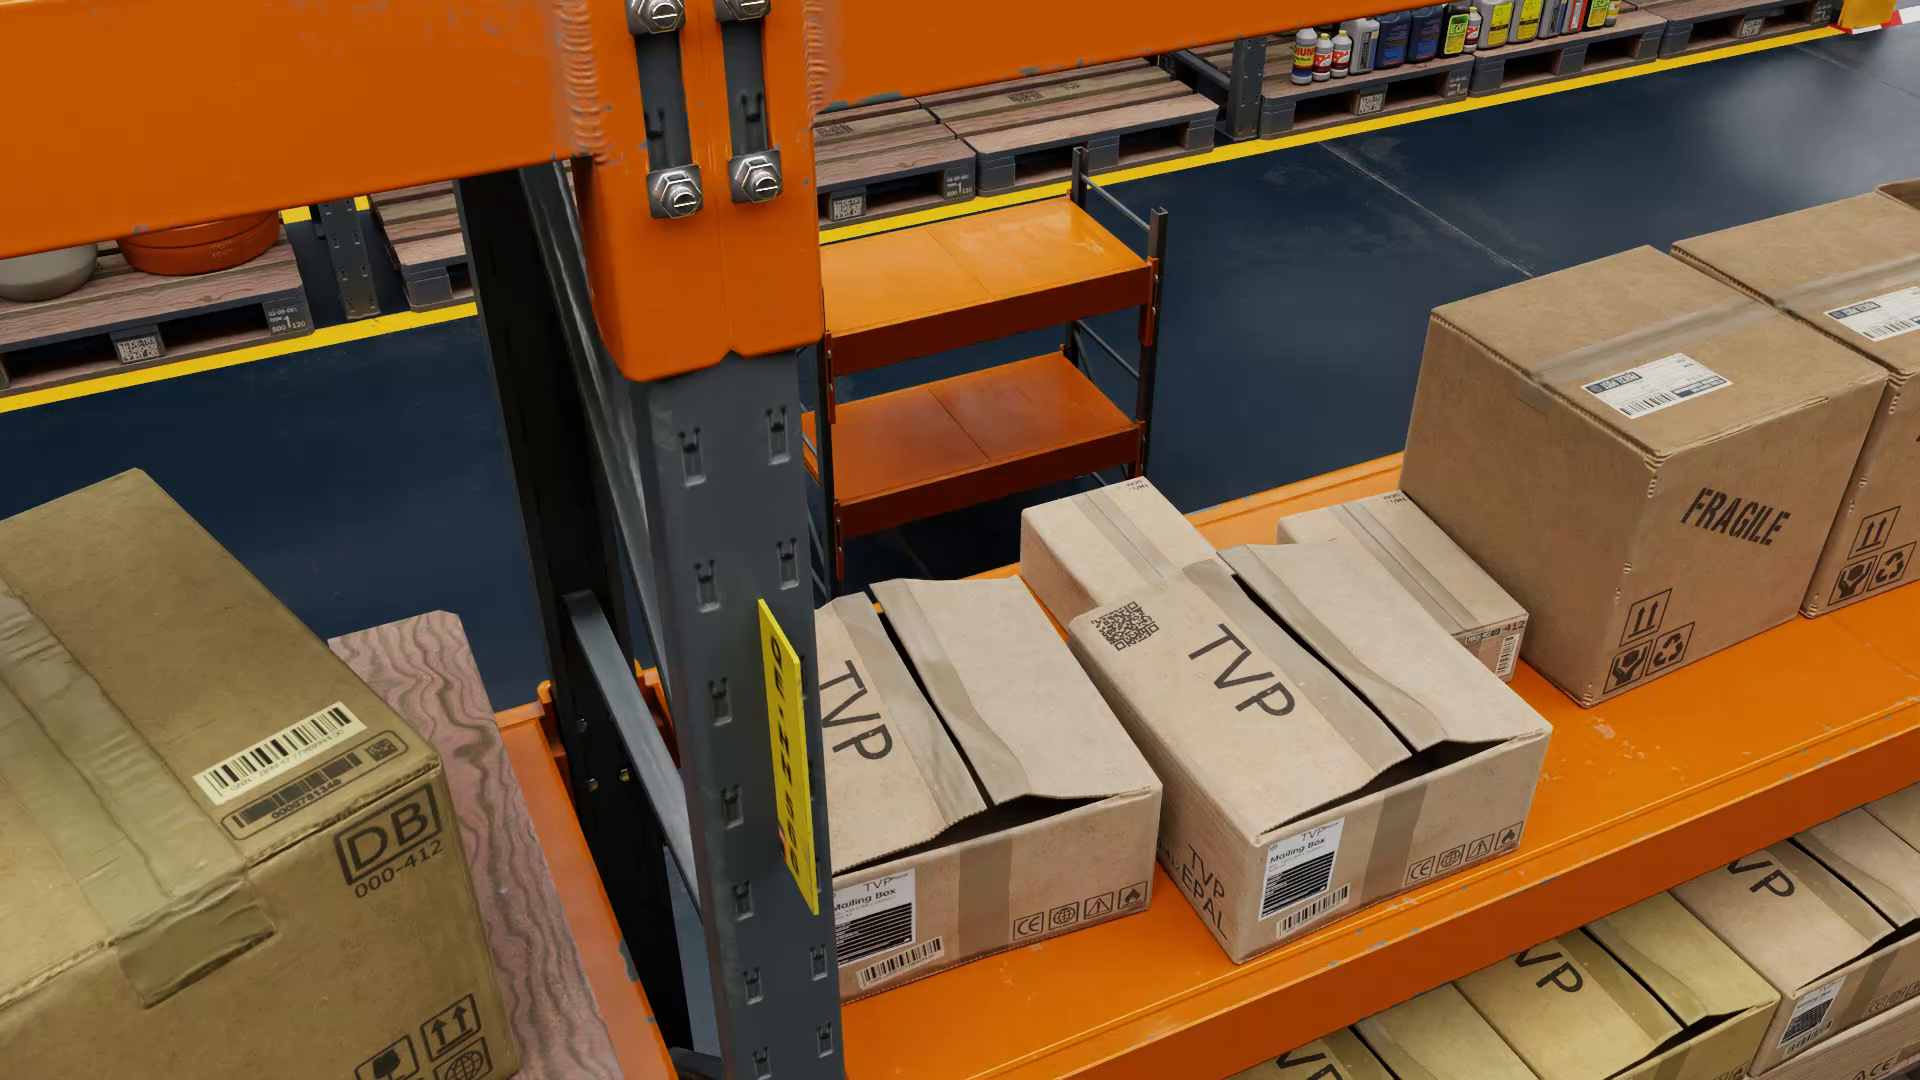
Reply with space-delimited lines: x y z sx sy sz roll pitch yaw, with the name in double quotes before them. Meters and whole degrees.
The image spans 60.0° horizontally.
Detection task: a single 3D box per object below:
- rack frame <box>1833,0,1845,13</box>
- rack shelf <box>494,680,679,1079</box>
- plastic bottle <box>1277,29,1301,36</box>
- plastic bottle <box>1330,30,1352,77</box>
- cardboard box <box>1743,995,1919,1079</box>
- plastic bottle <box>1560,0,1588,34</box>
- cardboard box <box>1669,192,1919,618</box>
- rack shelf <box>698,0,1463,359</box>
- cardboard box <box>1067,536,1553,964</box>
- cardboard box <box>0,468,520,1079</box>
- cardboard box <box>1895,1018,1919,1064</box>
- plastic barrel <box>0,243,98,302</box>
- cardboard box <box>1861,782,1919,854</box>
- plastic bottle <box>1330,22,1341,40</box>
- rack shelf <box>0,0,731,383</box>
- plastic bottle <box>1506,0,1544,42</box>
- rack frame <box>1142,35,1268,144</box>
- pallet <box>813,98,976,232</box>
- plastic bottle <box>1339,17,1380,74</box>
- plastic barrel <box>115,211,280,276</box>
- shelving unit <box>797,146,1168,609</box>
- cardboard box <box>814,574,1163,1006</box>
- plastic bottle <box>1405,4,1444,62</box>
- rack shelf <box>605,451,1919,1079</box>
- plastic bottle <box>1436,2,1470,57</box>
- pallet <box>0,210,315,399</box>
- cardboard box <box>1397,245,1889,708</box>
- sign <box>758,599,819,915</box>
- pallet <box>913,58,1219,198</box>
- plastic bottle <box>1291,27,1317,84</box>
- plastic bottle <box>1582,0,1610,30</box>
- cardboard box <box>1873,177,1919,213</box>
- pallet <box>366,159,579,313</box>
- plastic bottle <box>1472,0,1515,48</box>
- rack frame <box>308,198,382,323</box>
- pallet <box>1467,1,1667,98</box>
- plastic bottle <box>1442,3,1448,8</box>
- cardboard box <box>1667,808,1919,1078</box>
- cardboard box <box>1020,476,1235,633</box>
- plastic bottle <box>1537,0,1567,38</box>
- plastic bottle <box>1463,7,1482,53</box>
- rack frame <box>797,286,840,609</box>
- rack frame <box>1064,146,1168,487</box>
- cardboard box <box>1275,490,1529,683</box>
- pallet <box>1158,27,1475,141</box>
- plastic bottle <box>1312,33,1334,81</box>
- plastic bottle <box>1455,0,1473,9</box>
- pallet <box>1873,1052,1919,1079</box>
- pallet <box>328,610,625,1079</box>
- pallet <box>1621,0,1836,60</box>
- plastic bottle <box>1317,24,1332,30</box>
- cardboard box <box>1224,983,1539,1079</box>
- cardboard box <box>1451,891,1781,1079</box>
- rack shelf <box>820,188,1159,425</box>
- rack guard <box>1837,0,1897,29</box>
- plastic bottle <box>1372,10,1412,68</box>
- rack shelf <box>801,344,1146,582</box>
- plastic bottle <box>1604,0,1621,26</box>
"rack frame" 4.742 -4.347 8.593 0.127 3.000 1.000 -16 39 -20
"rack shelf" -2.209 1.145 1.792 4.000 0.370 1.077 -16 39 -20
"plastic bottle" 1.643 -2.688 8.211 0.185 0.351 0.144 -16 39 -20
"plastic bottle" 1.780 -2.283 7.790 0.097 0.201 0.097 0 37 0
"cardboard box" 1.587 0.919 3.448 0.500 0.250 0.500 -15 39 -19
"plastic bottle" 3.026 -2.680 8.262 0.135 0.276 0.152 -15 39 -20
"cardboard box" 1.590 -0.257 2.995 0.500 0.500 0.500 -16 39 -20
"rack shelf" 1.412 -1.072 2.264 4.000 0.370 1.077 -16 39 -20
"cardboard box" 0.493 0.264 2.451 0.500 0.311 0.500 -16 39 -20
"cardboard box" -0.921 0.361 1.809 0.500 0.500 0.700 -30 46 -34
"cardboard box" 2.048 0.791 3.621 0.500 0.250 0.500 -15 39 -19
"plastic barrel" -3.409 -1.168 6.042 0.421 0.512 0.421 0 37 0
"cardboard box" 2.056 0.565 3.455 0.500 0.311 0.500 -16 39 -20
"plastic bottle" 1.831 -2.419 7.904 0.133 0.283 0.061 -16 39 -20
"rack shelf" -2.209 -0.060 0.899 4.000 0.370 1.077 -16 39 -20
"plastic bottle" 2.752 -2.631 8.133 0.185 0.351 0.144 -14 39 -18
"rack frame" 1.121 -3.335 7.228 0.127 3.000 1.000 -16 39 -20
"pallet" -0.679 -1.684 7.343 1.213 0.211 1.003 -16 39 -20
"plastic bottle" 1.877 -2.358 7.829 0.135 0.276 0.152 -14 39 -18
"plastic barrel" -2.936 -1.486 6.205 0.708 0.830 0.600 -16 39 -20
"shelving unit" -0.006 -0.450 4.913 1.048 1.125 0.538 -16 39 -20
"cardboard box" -0.051 0.317 2.379 0.500 0.311 0.500 -13 39 -17
"plastic bottle" 2.199 -2.476 7.925 0.185 0.351 0.144 -17 40 -22
"rack shelf" 1.412 0.133 3.157 4.000 0.370 1.077 -16 39 -20
"plastic bottle" 2.366 -2.468 7.971 0.133 0.283 0.061 -14 39 -18
"pallet" -3.196 -0.980 6.395 1.213 0.211 1.003 -16 39 -20
"cardboard box" 1.113 -0.124 2.815 0.500 0.500 0.500 -18 40 -22
"sign" -0.160 0.207 1.548 0.005 0.325 0.100 -16 39 -20
"pallet" 0.426 -1.995 7.763 1.213 0.211 1.003 -16 39 -20
"plastic bottle" 1.596 -2.260 7.700 0.097 0.271 0.097 0 37 0
"plastic bottle" 3.168 -2.692 8.273 0.133 0.283 0.061 -15 39 -19
"cardboard box" 2.043 -0.384 3.166 0.500 0.500 0.500 -13 38 -17
"pallet" -1.782 -1.378 6.930 1.213 0.211 1.003 -16 39 -20
"plastic bottle" 2.584 -2.584 8.070 0.185 0.351 0.144 -16 39 -20
"rack frame" -2.500 -2.322 5.863 0.127 3.000 1.000 -16 39 -20
"pallet" 2.853 -2.674 8.677 1.213 0.211 1.003 -16 39 -20
"plastic bottle" 2.316 -2.501 8.026 0.097 0.271 0.097 0 37 0
"cardboard box" 1.600 0.690 3.286 0.500 0.311 0.500 -16 39 -21
"cardboard box" 0.298 0.074 2.843 0.250 0.149 0.380 -16 39 -20
"plastic bottle" 2.900 -2.645 8.215 0.135 0.276 0.152 -17 40 -21
"plastic bottle" 2.465 -2.475 8.049 0.097 0.201 0.097 0 37 0
"rack frame" -0.466 -0.321 4.739 0.032 1.125 0.500 -16 39 -20
"rack frame" 0.454 -0.579 5.086 0.032 1.125 0.500 -16 39 -20
"cardboard box" 0.732 0.098 2.811 0.250 0.149 0.380 -13 38 -17
"pallet" 1.747 -2.362 8.258 1.213 0.211 1.003 -16 39 -20
"plastic bottle" 1.688 -2.258 7.756 0.097 0.201 0.097 0 37 0
"plastic bottle" 2.498 -2.627 8.191 0.135 0.276 0.152 -16 39 -20
"pallet" 1.466 0.976 3.757 1.213 0.211 1.003 -16 39 -20
"pallet" -0.983 0.636 2.035 1.003 0.211 1.213 -16 39 -20
"pallet" 3.955 -2.980 9.091 1.213 0.211 1.003 -16 39 -20
"plastic bottle" 1.841 -2.711 8.304 0.135 0.276 0.152 -16 39 -20
"cardboard box" 0.672 0.949 2.938 0.500 0.311 0.500 -17 40 -21
"cardboard box" 1.135 0.821 3.110 0.500 0.311 0.500 -17 40 -21
"rack shelf" -0.006 -0.685 4.738 1.000 0.278 0.538 -16 39 -20
"rack guard" 4.693 -3.299 9.278 0.348 0.500 1.175 -16 39 -20
"plastic bottle" 2.028 -2.428 7.860 0.185 0.351 0.144 -15 39 -19
"rack shelf" -0.006 -0.254 5.058 1.000 0.278 0.538 -16 39 -20
"plastic bottle" 3.266 -2.699 8.350 0.097 0.201 0.097 0 37 0
